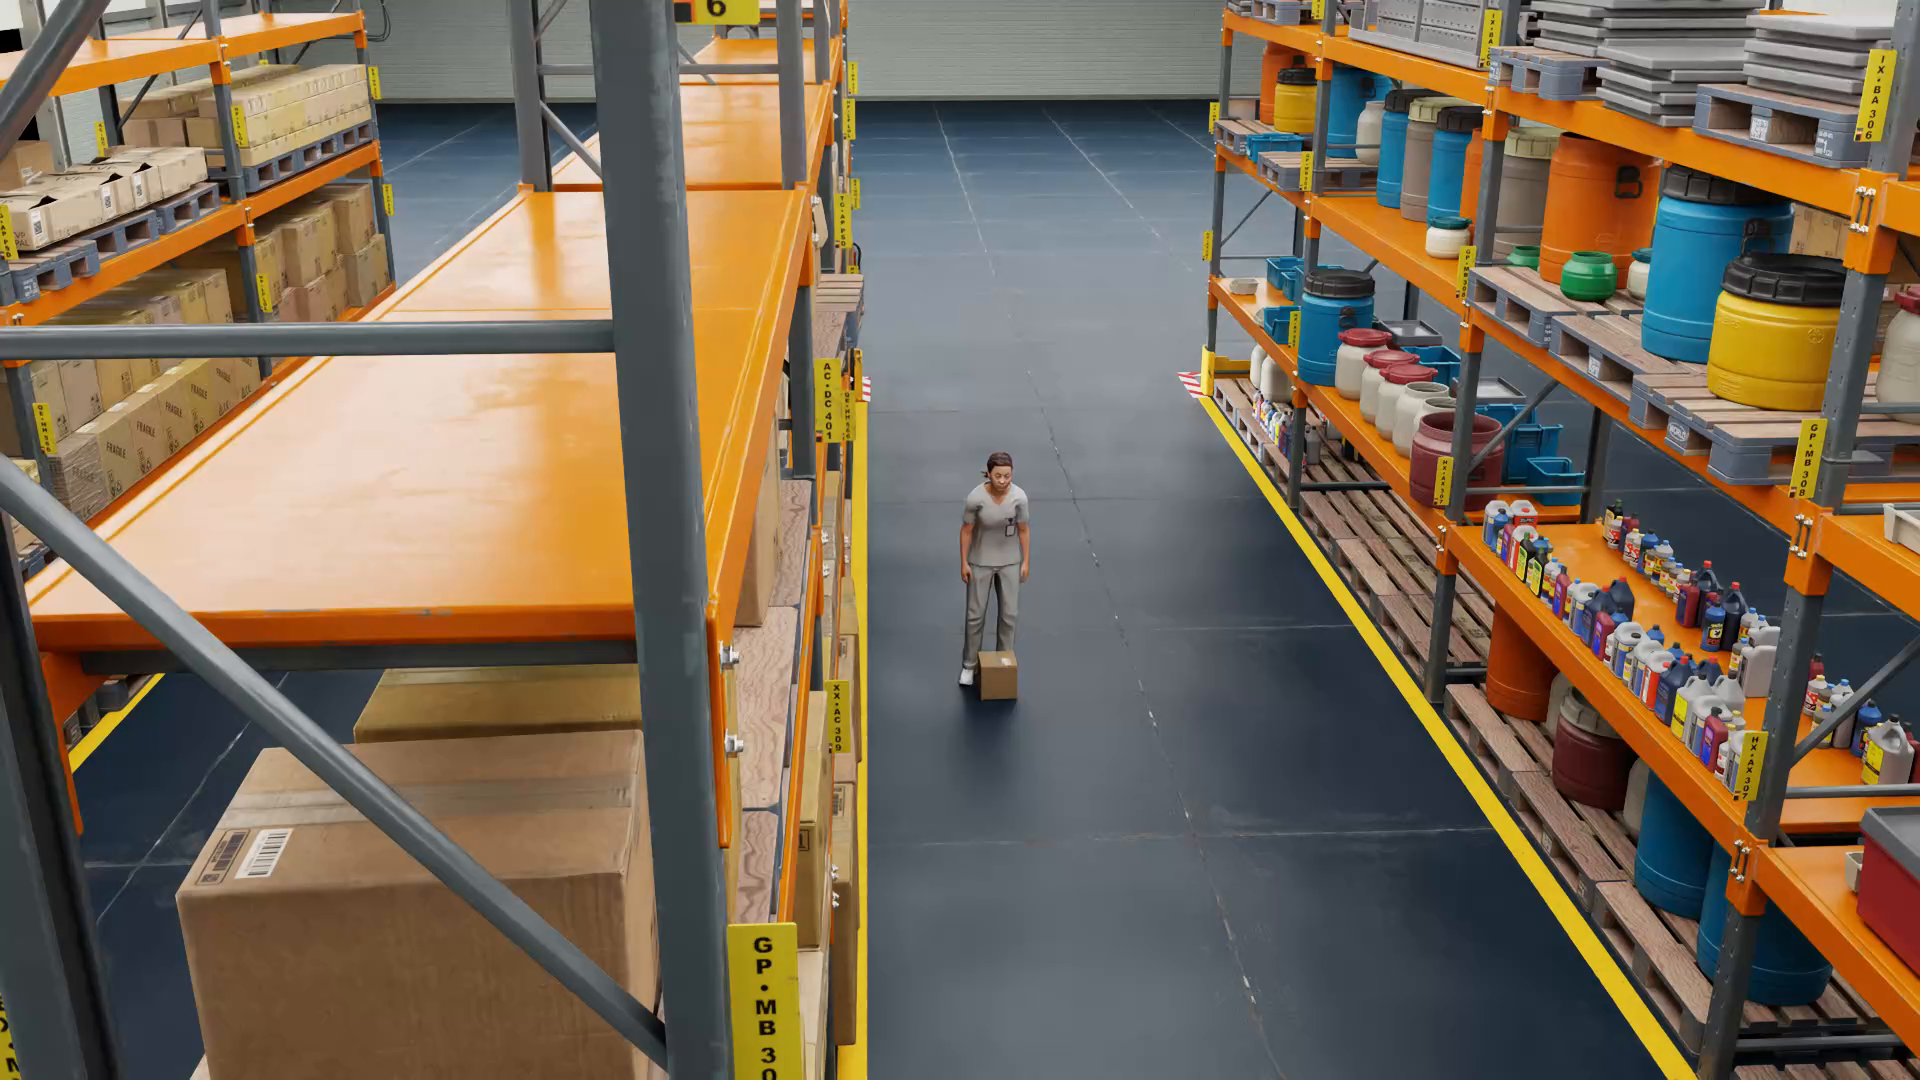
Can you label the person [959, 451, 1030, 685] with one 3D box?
[{"bbox_3d":[0.238,0.187,11.406,0.505,1.671,0.416,-2,21,-6],"label":"person"}]
